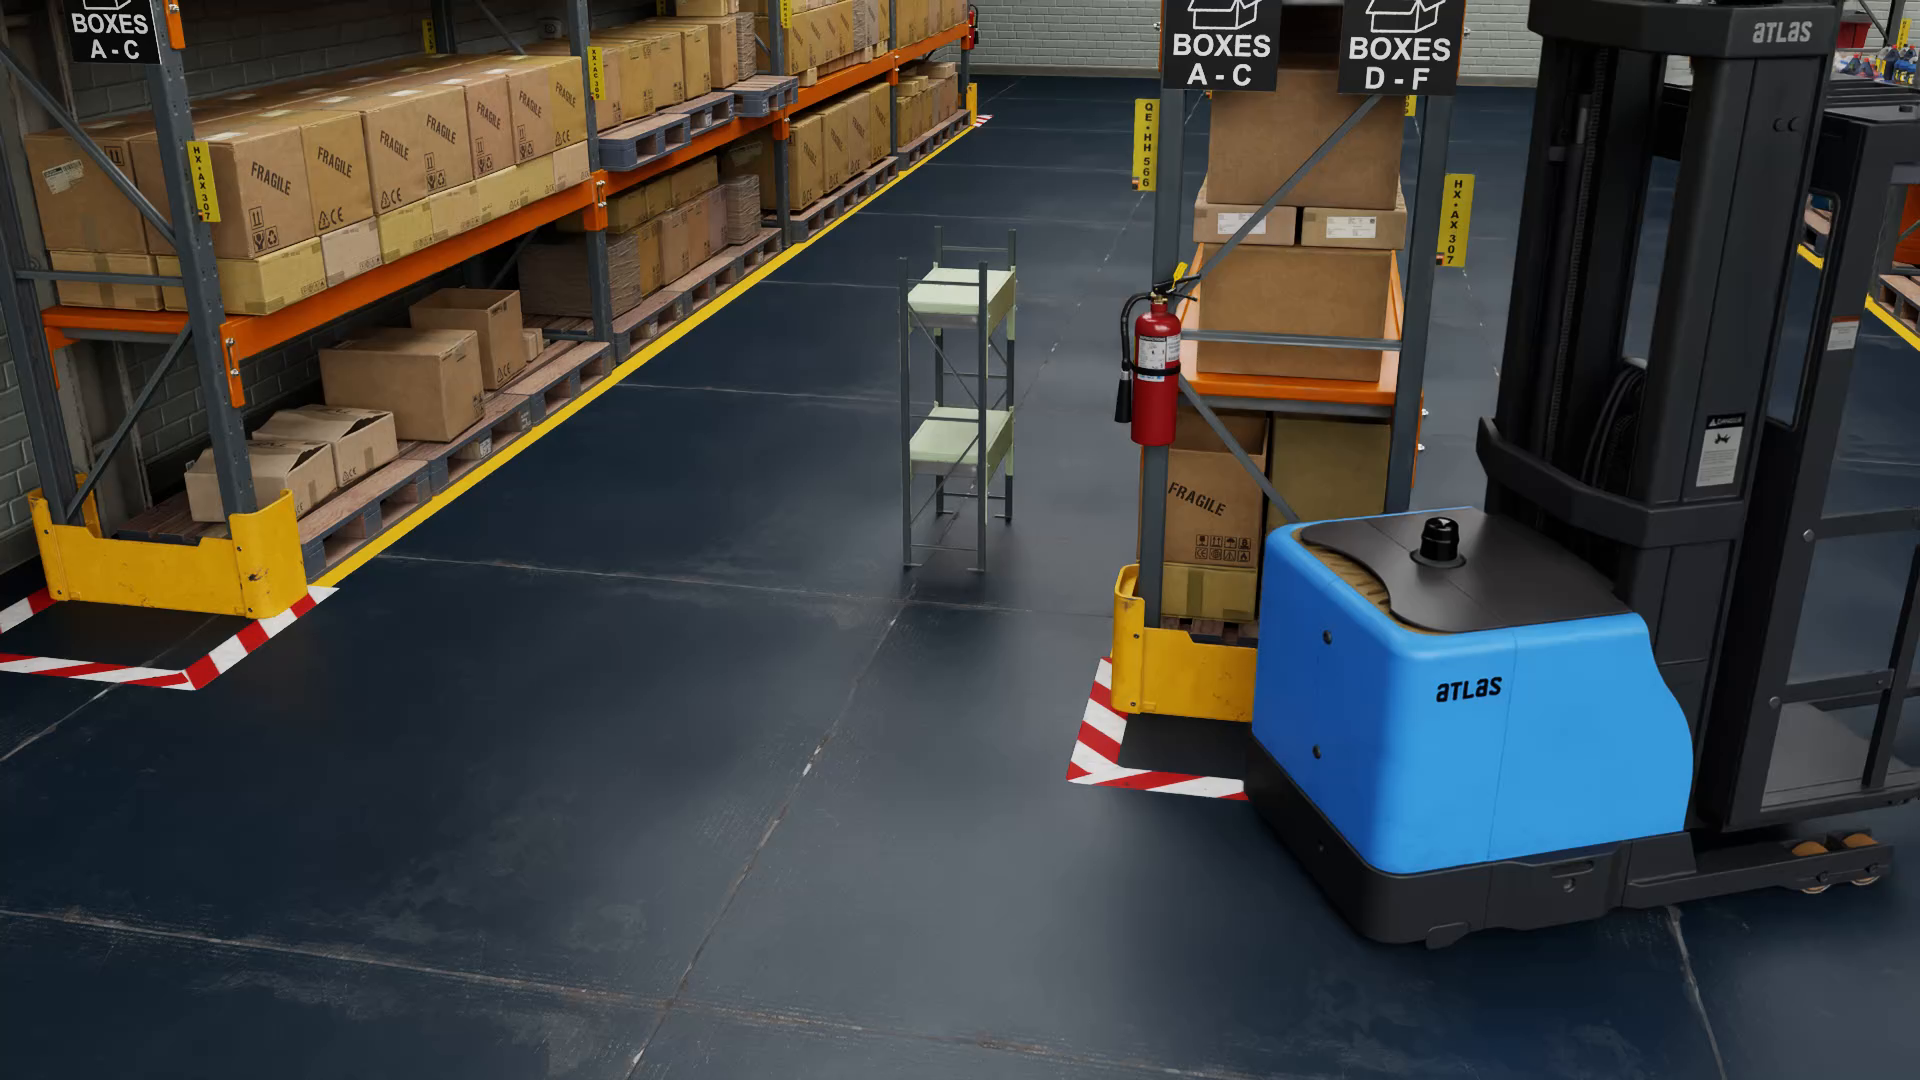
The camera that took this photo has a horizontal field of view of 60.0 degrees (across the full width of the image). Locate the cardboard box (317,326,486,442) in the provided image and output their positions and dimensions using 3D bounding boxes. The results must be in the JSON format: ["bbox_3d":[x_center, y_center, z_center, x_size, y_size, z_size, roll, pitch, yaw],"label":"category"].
[{"bbox_3d":[-3.099,-0.875,9.269,0.700,0.500,0.500,3,22,8],"label":"cardboard box"}]

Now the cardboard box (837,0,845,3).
[{"bbox_3d":[-1.360,-5.292,15.916,0.500,0.250,0.500,4,22,10],"label":"cardboard box"}]

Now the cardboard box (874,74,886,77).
[{"bbox_3d":[-0.954,-5.446,19.776,0.380,0.149,0.250,5,22,11],"label":"cardboard box"}]

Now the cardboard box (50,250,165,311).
[{"bbox_3d":[-3.737,-1.237,7.584,0.500,0.250,0.500,5,22,12],"label":"cardboard box"}]

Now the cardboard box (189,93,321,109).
[{"bbox_3d":[-3.541,-1.960,8.376,0.500,0.500,0.500,4,22,9],"label":"cardboard box"}]

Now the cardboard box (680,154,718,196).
[{"bbox_3d":[-2.284,-2.959,13.438,0.500,0.250,0.500,5,22,12],"label":"cardboard box"}]

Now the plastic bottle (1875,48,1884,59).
[{"bbox_3d":[8.740,-4.519,15.724,0.152,0.276,0.135,4,22,11],"label":"plastic bottle"}]

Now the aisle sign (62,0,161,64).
[{"bbox_3d":[-3.364,-2.268,6.490,0.394,0.787,0.004,4,22,11],"label":"aisle sign"}]

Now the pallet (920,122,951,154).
[{"bbox_3d":[-0.716,-4.926,20.303,1.003,0.211,1.213,4,22,11],"label":"pallet"}]

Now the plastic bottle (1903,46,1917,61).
[{"bbox_3d":[8.599,-4.293,15.065,0.144,0.351,0.185,4,22,11],"label":"plastic bottle"}]

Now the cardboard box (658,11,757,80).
[{"bbox_3d":[-2.097,-4.115,13.833,0.700,0.500,0.500,2,22,5],"label":"cardboard box"}]

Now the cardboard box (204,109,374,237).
[{"bbox_3d":[-3.141,-1.731,7.806,0.500,0.500,0.500,5,22,11],"label":"cardboard box"}]

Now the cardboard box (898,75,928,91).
[{"bbox_3d":[-0.586,-5.404,19.673,0.380,0.149,0.250,4,22,9],"label":"cardboard box"}]

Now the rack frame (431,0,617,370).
[{"bbox_3d":[-2.827,-2.574,10.730,1.000,3.000,0.127,4,22,11],"label":"rack frame"}]

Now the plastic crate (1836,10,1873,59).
[{"bbox_3d":[8.932,-5.110,16.860,0.402,0.464,0.583,4,22,11],"label":"plastic crate"}]

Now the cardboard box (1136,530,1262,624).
[{"bbox_3d":[1.028,0.127,7.142,0.500,0.250,0.500,4,22,11],"label":"cardboard box"}]

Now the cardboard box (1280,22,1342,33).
[{"bbox_3d":[1.632,-2.133,7.764,0.700,0.500,0.500,4,22,11],"label":"cardboard box"}]

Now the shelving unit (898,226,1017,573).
[{"bbox_3d":[-0.001,-0.693,8.067,0.431,1.500,0.755,4,22,11],"label":"shelving unit"}]

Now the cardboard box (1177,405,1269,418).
[{"bbox_3d":[1.215,-0.588,7.913,0.500,0.500,0.500,4,22,11],"label":"cardboard box"}]

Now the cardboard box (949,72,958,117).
[{"bbox_3d":[-0.423,-5.735,21.361,0.700,0.500,0.500,4,22,11],"label":"cardboard box"}]

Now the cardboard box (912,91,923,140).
[{"bbox_3d":[-0.835,-4.985,19.499,0.700,0.500,0.500,4,22,10],"label":"cardboard box"}]

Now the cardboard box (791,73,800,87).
[{"bbox_3d":[-1.657,-4.124,14.888,0.380,0.149,0.250,5,22,12],"label":"cardboard box"}]

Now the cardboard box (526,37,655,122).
[{"bbox_3d":[-2.568,-3.212,11.591,0.700,0.500,0.500,7,23,16],"label":"cardboard box"}]

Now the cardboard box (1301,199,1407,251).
[{"bbox_3d":[1.498,-1.210,6.340,0.380,0.149,0.250,4,22,11],"label":"cardboard box"}]

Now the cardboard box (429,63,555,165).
[{"bbox_3d":[-2.717,-2.482,9.672,0.500,0.500,0.500,4,22,11],"label":"cardboard box"}]

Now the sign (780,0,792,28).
[{"bbox_3d":[-1.477,-4.500,14.067,0.100,0.325,0.005,4,22,11],"label":"sign"}]

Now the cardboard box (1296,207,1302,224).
[{"bbox_3d":[1.418,-1.144,7.044,0.700,0.500,0.500,5,22,12],"label":"cardboard box"}]

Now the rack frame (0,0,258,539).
[{"bbox_3d":[-3.643,-1.111,7.098,1.000,3.000,0.127,4,22,11],"label":"rack frame"}]

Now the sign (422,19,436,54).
[{"bbox_3d":[-3.371,-3.152,10.616,0.100,0.325,0.005,4,22,11],"label":"sign"}]

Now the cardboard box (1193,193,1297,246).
[{"bbox_3d":[1.099,-1.237,6.407,0.380,0.149,0.250,4,22,10],"label":"cardboard box"}]

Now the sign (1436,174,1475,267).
[{"bbox_3d":[1.750,-1.129,5.877,0.100,0.325,0.005,4,22,11],"label":"sign"}]

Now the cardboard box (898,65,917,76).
[{"bbox_3d":[-0.747,-5.820,20.704,0.380,0.149,0.250,5,22,11],"label":"cardboard box"}]

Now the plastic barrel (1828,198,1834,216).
[{"bbox_3d":[8.030,-3.129,14.877,0.421,0.512,0.421,0,22,0],"label":"plastic barrel"}]

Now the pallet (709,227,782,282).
[{"bbox_3d":[-2.171,-2.458,14.174,1.003,0.211,1.213,4,22,11],"label":"pallet"}]

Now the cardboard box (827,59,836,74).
[{"bbox_3d":[-1.414,-4.595,16.056,0.380,0.149,0.250,5,22,11],"label":"cardboard box"}]

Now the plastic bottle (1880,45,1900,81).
[{"bbox_3d":[8.458,-4.304,15.092,0.144,0.351,0.185,4,22,11],"label":"plastic bottle"}]

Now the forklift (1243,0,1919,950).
[{"bbox_3d":[2.586,-0.382,5.378,3.031,2.935,1.130,-6,23,-14],"label":"forklift"}]

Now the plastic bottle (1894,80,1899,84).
[{"bbox_3d":[7.400,-3.493,13.167,0.061,0.283,0.133,4,22,11],"label":"plastic bottle"}]

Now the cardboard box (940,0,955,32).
[{"bbox_3d":[-0.610,-6.648,20.444,0.980,0.700,0.700,4,22,10],"label":"cardboard box"}]

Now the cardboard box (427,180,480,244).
[{"bbox_3d":[-2.925,-1.767,8.900,0.500,0.250,0.500,5,22,11],"label":"cardboard box"}]

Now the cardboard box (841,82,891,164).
[{"bbox_3d":[-1.200,-4.450,17.703,0.750,0.750,0.750,5,22,12],"label":"cardboard box"}]

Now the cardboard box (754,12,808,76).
[{"bbox_3d":[-1.661,-4.389,14.677,0.500,0.500,0.500,5,22,13],"label":"cardboard box"}]

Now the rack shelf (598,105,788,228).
[{"bbox_3d":[-2.419,-2.972,12.681,1.077,0.370,4.000,4,22,11],"label":"rack shelf"}]

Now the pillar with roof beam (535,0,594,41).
[{"bbox_3d":[1.092,-6.082,11.410,9.100,9.000,0.400,4,22,11],"label":"pillar with roof beam"}]

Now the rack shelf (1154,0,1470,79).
[{"bbox_3d":[1.616,-2.524,7.554,1.077,0.370,4.000,4,22,11],"label":"rack shelf"}]

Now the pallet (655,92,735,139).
[{"bbox_3d":[-2.374,-3.221,12.593,1.003,0.211,1.213,4,22,11],"label":"pallet"}]

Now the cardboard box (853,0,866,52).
[{"bbox_3d":[-1.247,-5.135,16.530,0.500,0.500,0.500,4,22,11],"label":"cardboard box"}]

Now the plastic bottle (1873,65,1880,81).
[{"bbox_3d":[7.765,-3.883,14.136,0.061,0.283,0.133,4,22,11],"label":"plastic bottle"}]

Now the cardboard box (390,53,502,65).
[{"bbox_3d":[-3.127,-2.706,10.227,0.500,0.500,0.500,4,22,10],"label":"cardboard box"}]

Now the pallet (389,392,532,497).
[{"bbox_3d":[-3.176,-0.585,9.524,1.003,0.211,1.213,4,22,11],"label":"pallet"}]

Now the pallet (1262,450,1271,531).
[{"bbox_3d":[1.574,-0.169,8.492,1.003,0.211,1.213,4,22,11],"label":"pallet"}]

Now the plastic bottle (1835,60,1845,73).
[{"bbox_3d":[7.750,-4.081,14.644,0.097,0.271,0.097,0,22,0],"label":"plastic bottle"}]

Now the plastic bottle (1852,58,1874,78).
[{"bbox_3d":[7.660,-3.913,14.119,0.144,0.351,0.185,4,22,11],"label":"plastic bottle"}]

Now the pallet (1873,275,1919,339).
[{"bbox_3d":[7.492,-1.708,12.312,1.003,0.211,1.213,4,22,11],"label":"pallet"}]

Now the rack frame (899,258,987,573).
[{"bbox_3d":[-0.076,-0.559,7.735,0.400,1.500,0.023,4,22,11],"label":"rack frame"}]

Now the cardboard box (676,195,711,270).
[{"bbox_3d":[-2.399,-2.451,13.182,0.700,0.500,0.500,4,22,11],"label":"cardboard box"}]

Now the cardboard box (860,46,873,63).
[{"bbox_3d":[-1.108,-4.961,16.966,0.380,0.149,0.250,4,22,11],"label":"cardboard box"}]
